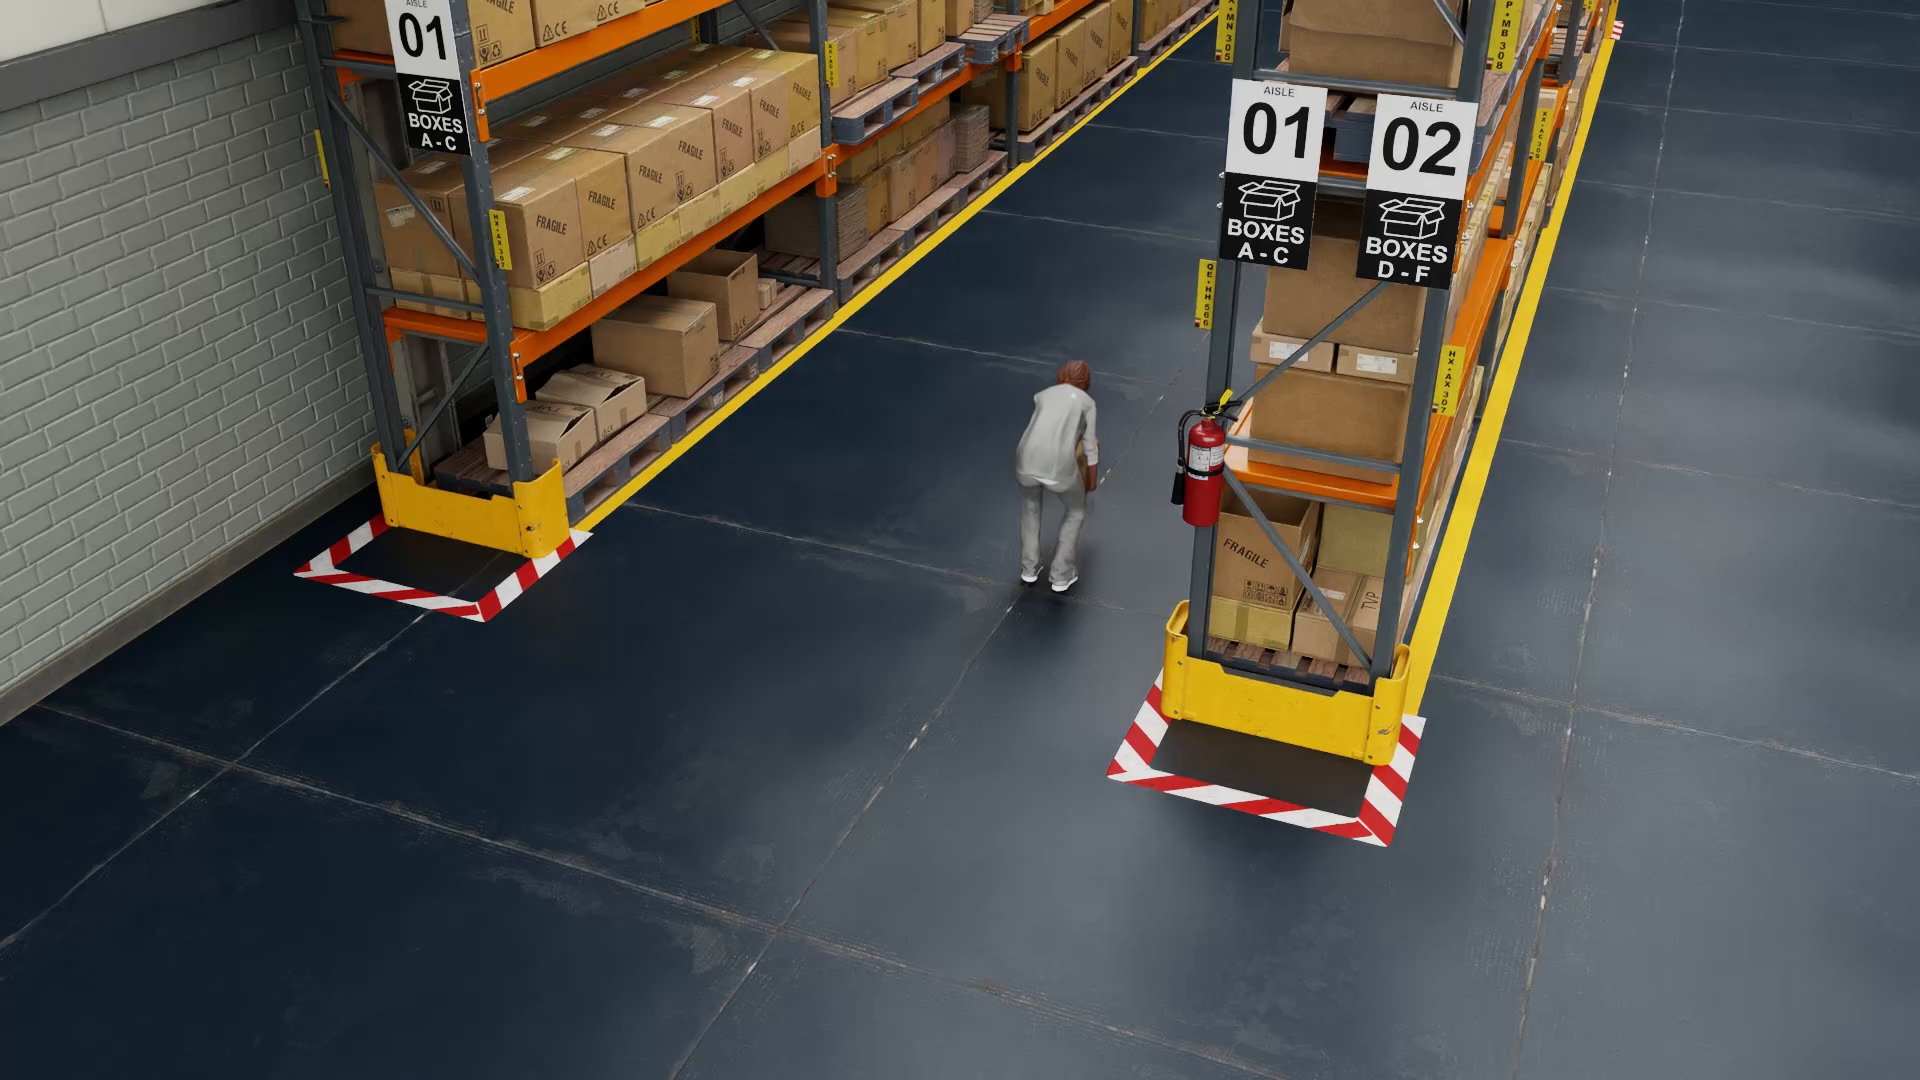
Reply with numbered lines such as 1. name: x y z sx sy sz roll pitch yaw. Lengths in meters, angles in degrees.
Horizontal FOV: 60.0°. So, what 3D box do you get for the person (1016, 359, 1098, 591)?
1. person: 0.566 -0.356 9.447 0.391 1.162 0.829 10 32 17
